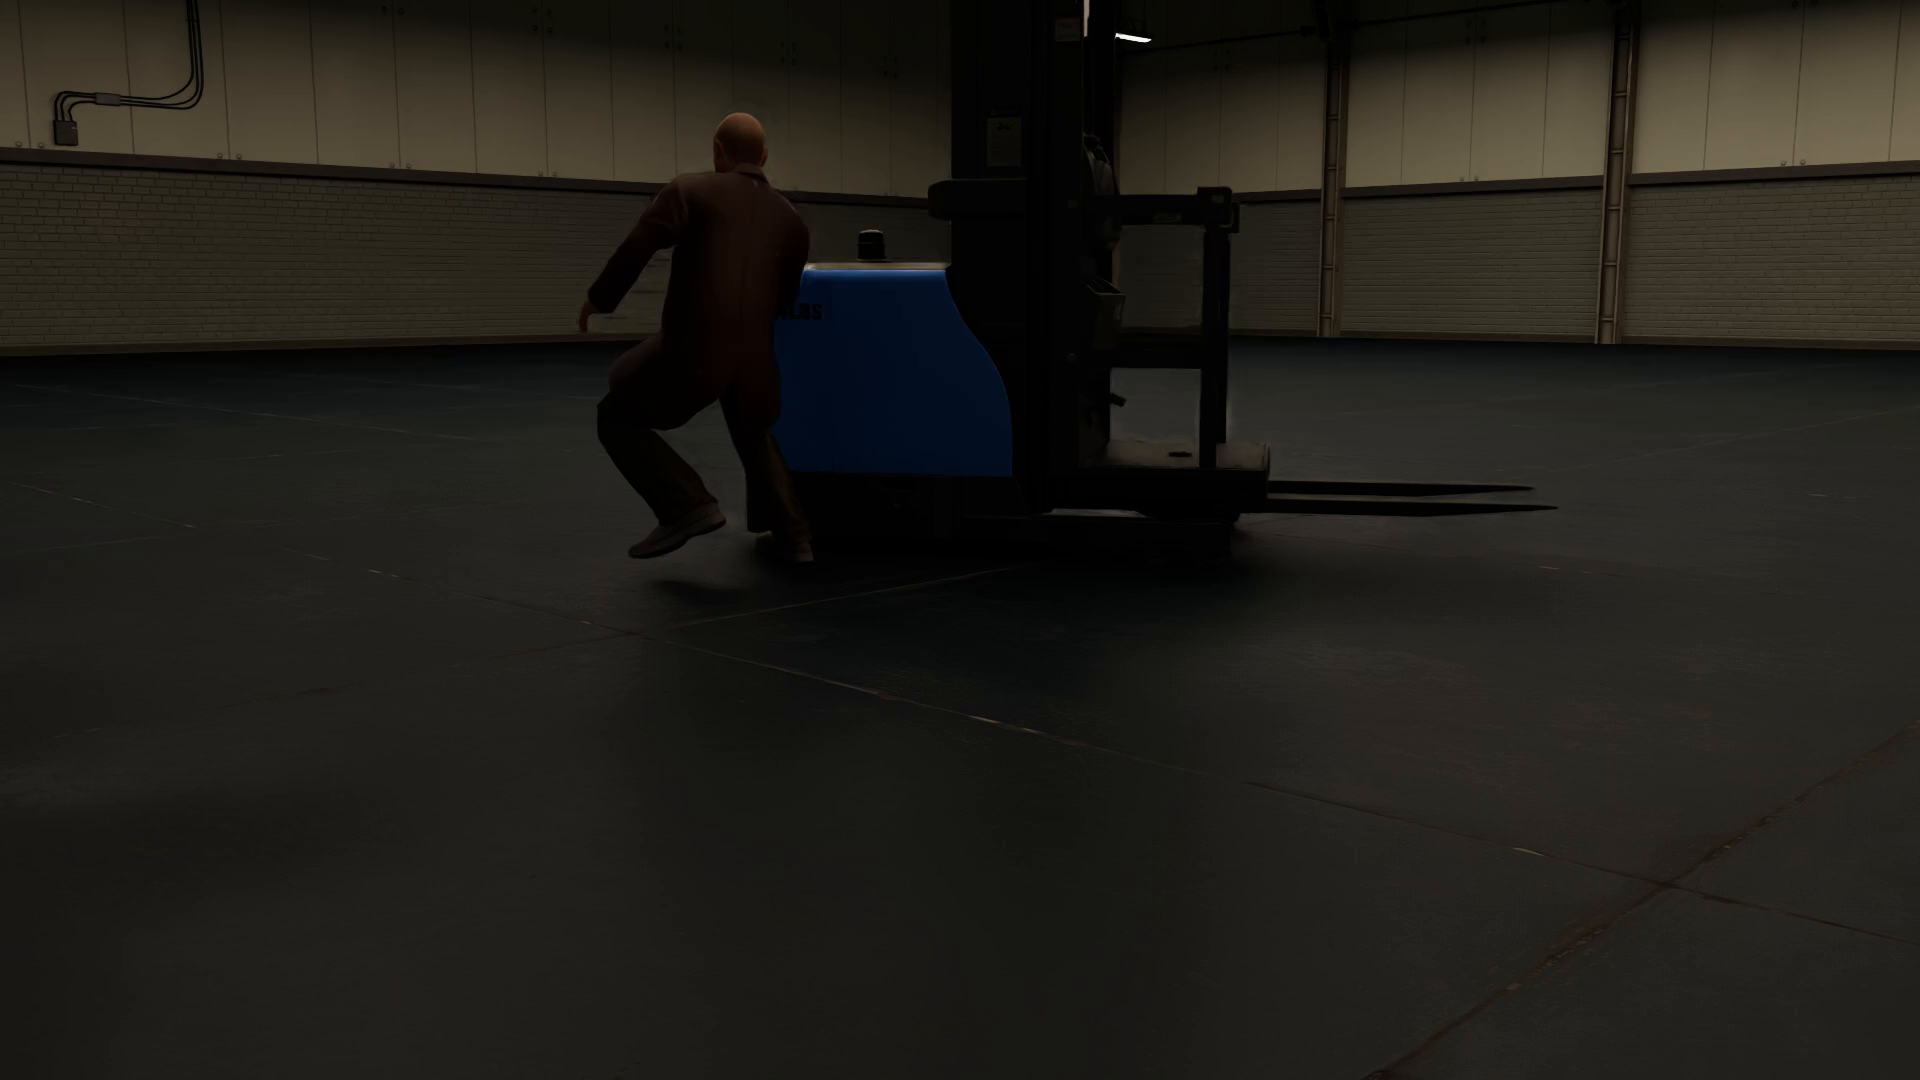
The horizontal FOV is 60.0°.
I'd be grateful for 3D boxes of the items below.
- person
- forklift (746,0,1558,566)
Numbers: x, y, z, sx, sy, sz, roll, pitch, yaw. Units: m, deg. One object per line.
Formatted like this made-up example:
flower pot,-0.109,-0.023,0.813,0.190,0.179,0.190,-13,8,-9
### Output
person,-0.925,-0.692,5.922,0.817,1.599,0.745,-6,10,-35
forklift,0.737,-1.439,6.430,3.031,2.935,1.130,2,9,11
